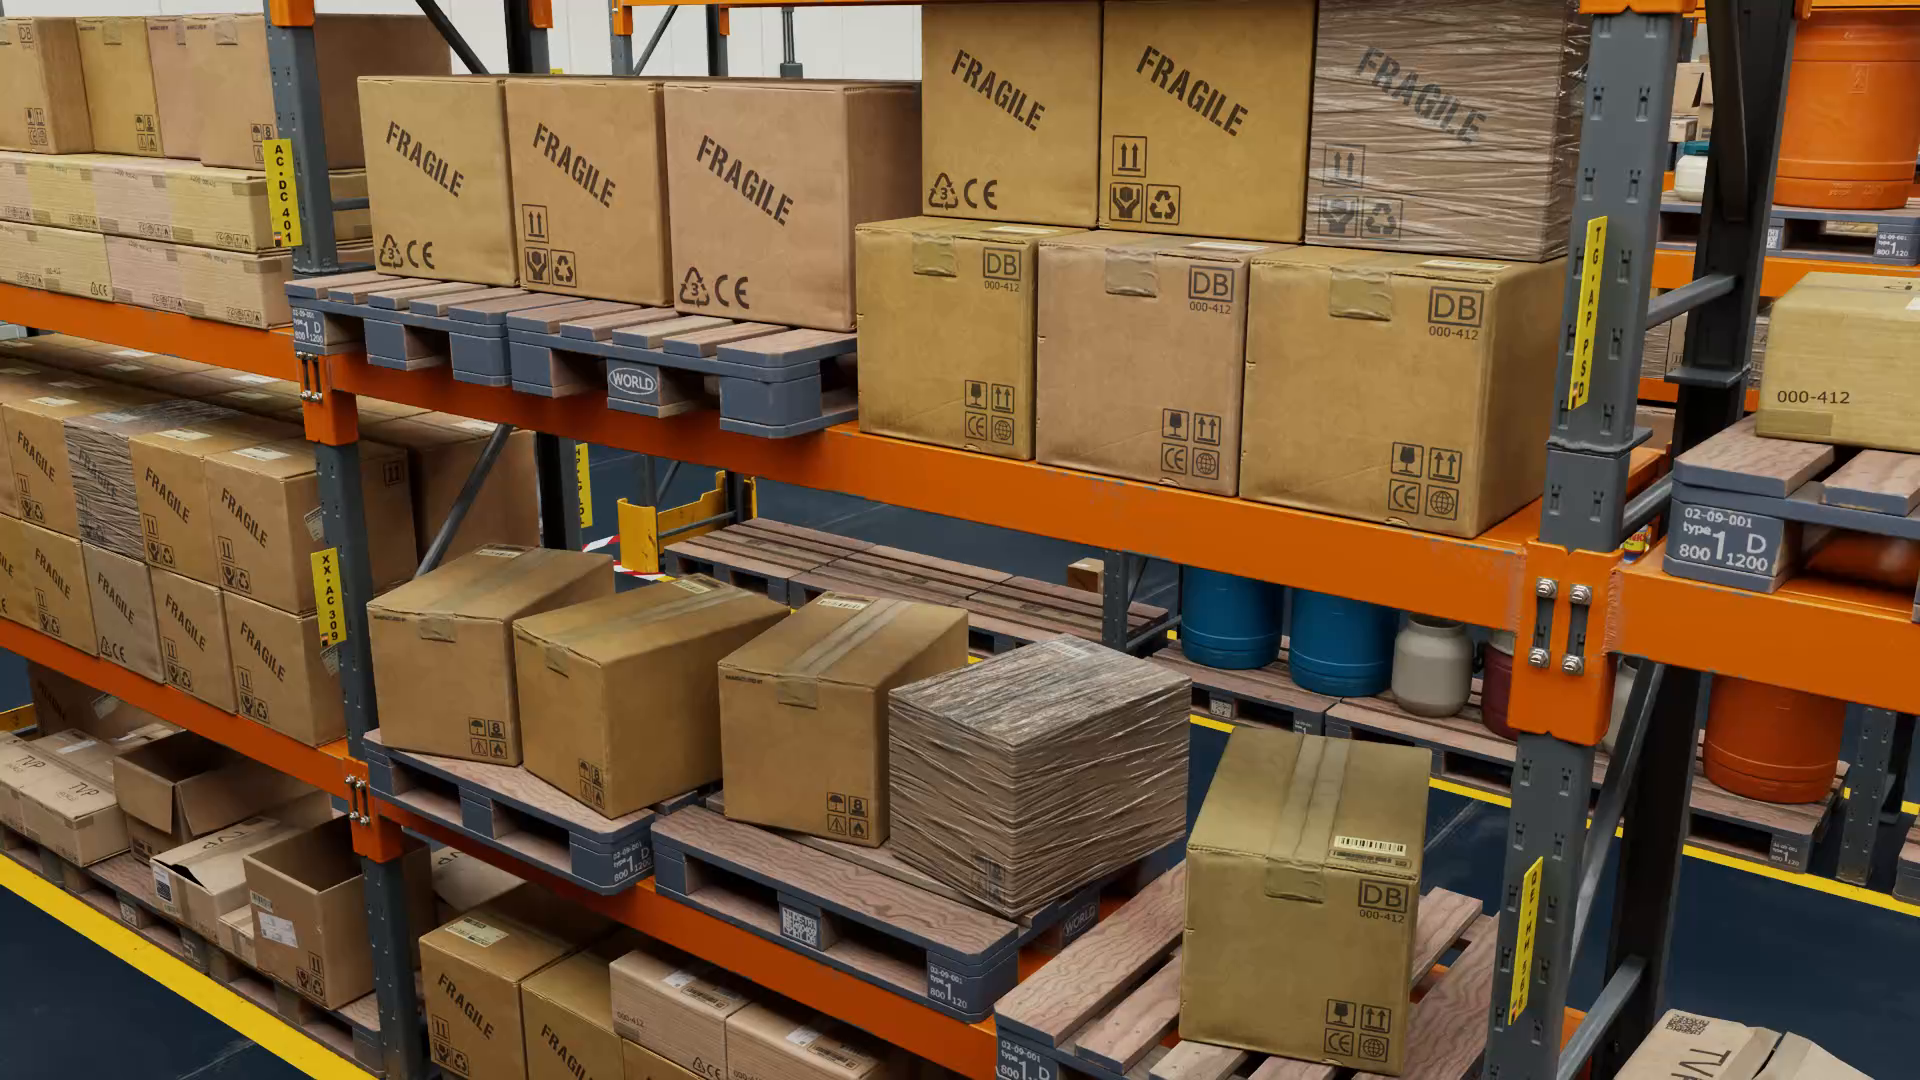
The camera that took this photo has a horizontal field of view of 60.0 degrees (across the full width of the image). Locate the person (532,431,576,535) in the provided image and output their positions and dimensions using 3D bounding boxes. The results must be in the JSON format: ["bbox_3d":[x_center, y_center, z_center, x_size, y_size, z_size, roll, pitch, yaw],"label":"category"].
[{"bbox_3d":[-3.203,-0.860,12.802,0.513,1.674,0.400,10,19,31],"label":"person"}]
